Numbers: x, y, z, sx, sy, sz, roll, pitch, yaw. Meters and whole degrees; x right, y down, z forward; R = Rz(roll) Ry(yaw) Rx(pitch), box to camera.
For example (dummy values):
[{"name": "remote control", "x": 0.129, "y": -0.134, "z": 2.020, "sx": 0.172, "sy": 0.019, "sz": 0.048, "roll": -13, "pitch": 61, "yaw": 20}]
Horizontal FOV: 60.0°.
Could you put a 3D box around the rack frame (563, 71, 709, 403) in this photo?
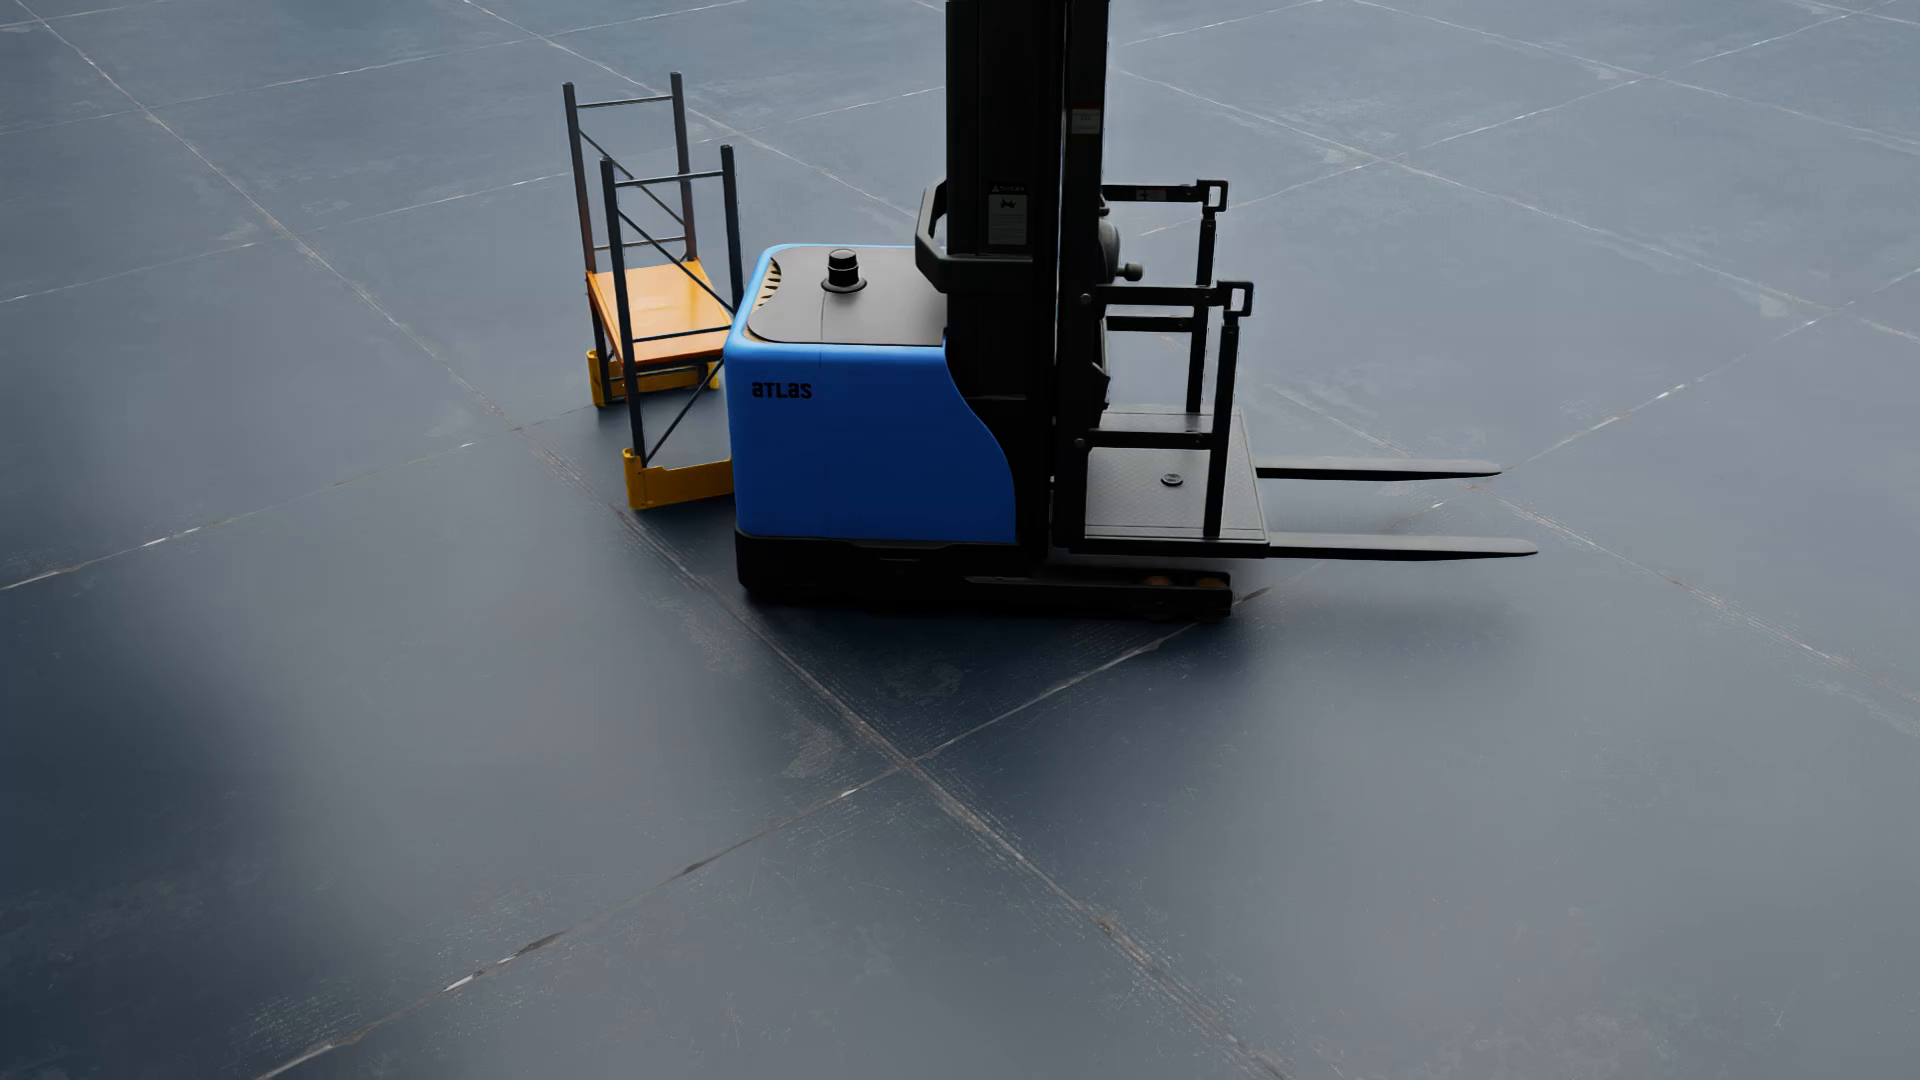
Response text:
[{"name": "rack frame", "x": -1.436, "y": -1.329, "z": 7.468, "sx": 0.500, "sy": 1.500, "sz": 0.032, "roll": -10, "pitch": 33, "yaw": -16}]

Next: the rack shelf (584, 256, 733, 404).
[{"name": "rack shelf", "x": -1.270, "y": -0.923, "z": 7.155, "sx": 0.538, "sy": 0.185, "sz": 1.000, "roll": -10, "pitch": 33, "yaw": -16}]

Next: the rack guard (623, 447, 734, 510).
[{"name": "rack guard", "x": -1.109, "y": -0.301, "z": 6.997, "sx": 0.587, "sy": 0.250, "sz": 0.087, "roll": -10, "pitch": 33, "yaw": -16}]

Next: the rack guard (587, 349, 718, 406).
[{"name": "rack guard", "x": -1.436, "y": -0.797, "z": 7.797, "sx": 0.587, "sy": 0.250, "sz": 0.087, "roll": -10, "pitch": 33, "yaw": -16}]

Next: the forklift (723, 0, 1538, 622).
[{"name": "forklift", "x": 0.682, "y": -1.227, "z": 5.947, "sx": 3.031, "sy": 2.935, "sz": 1.130, "roll": 2, "pitch": 32, "yaw": 2}]

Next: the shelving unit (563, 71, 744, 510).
[{"name": "shelving unit", "x": -1.273, "y": -1.080, "z": 7.067, "sx": 0.587, "sy": 1.500, "sz": 1.083, "roll": -10, "pitch": 33, "yaw": -16}]

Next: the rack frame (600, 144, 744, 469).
[{"name": "rack frame", "x": -1.103, "y": -0.822, "z": 6.652, "sx": 0.500, "sy": 1.500, "sz": 0.032, "roll": -10, "pitch": 33, "yaw": -16}]
